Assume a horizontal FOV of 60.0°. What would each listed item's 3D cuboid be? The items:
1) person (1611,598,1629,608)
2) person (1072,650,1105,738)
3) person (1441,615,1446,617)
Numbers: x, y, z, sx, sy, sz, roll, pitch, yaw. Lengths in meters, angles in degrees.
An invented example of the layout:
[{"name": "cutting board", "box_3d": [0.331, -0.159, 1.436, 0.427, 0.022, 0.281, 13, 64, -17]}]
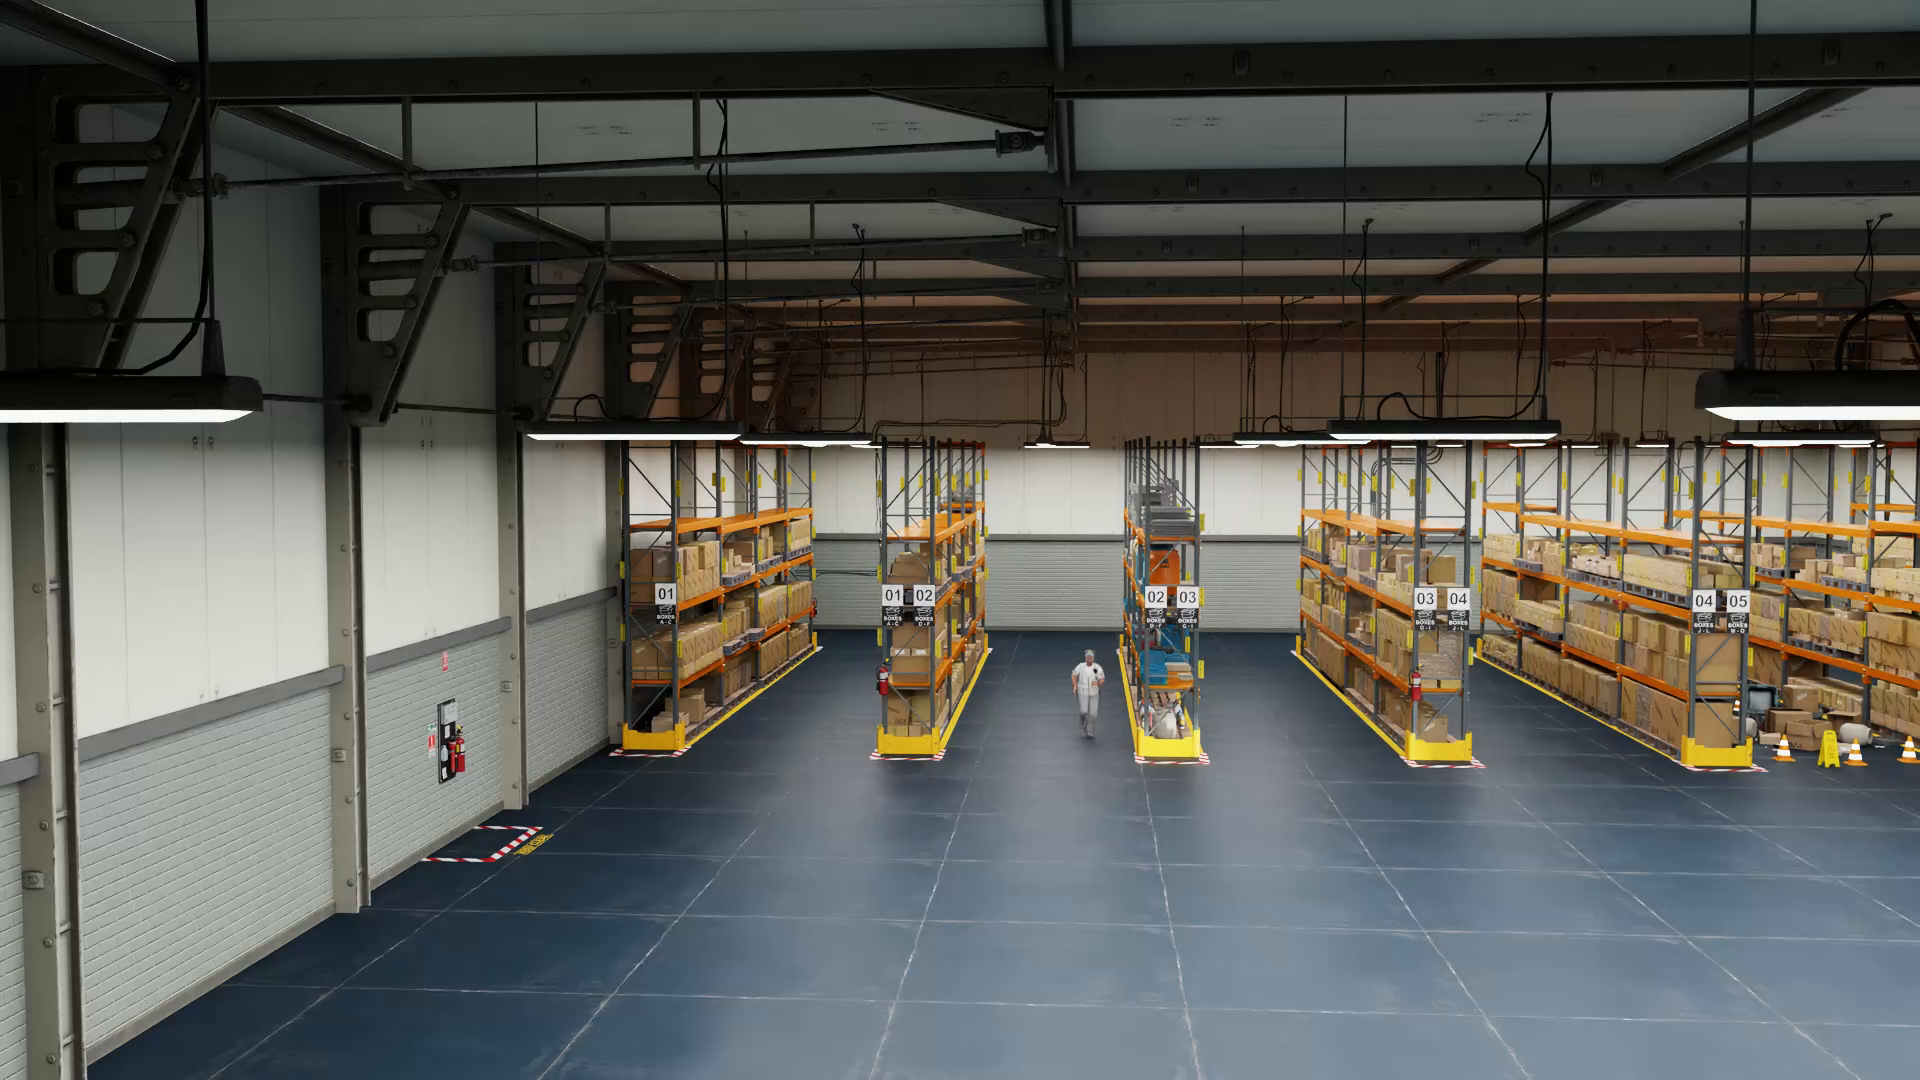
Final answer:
[{"name": "person", "box_3d": [18.743, 2.338, 47.411, 0.796, 1.792, 0.658, 0, 3, 2]}, {"name": "person", "box_3d": [2.564, 3.070, 33.127, 0.646, 1.774, 0.677, 0, 3, 0]}, {"name": "person", "box_3d": [13.185, 2.437, 46.244, 0.664, 1.695, 0.830, 1, 3, 25]}]
